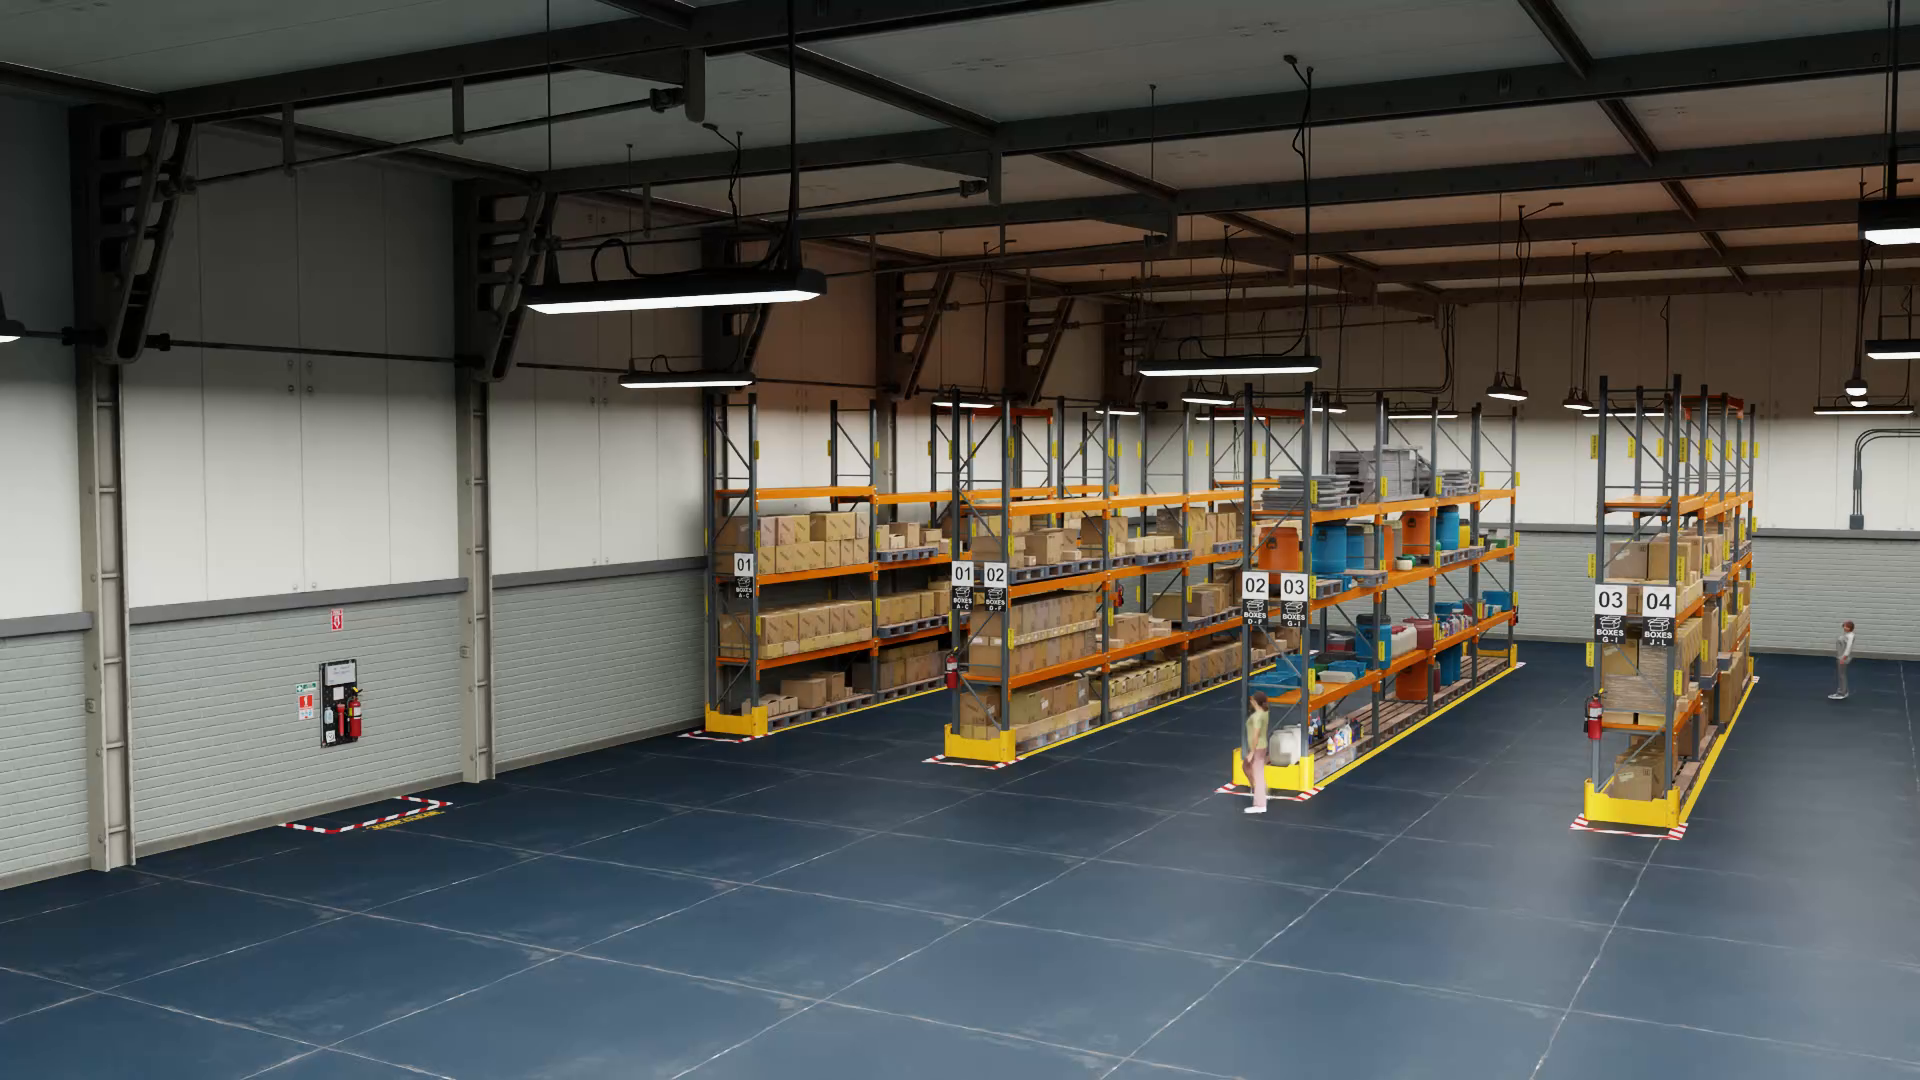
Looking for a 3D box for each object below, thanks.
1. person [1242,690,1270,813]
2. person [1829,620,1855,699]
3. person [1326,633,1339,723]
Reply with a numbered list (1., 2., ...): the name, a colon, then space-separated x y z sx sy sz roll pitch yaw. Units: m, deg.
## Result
1. person: 4.097 2.909 23.048 0.374 1.670 0.576 1 3 9
2. person: 17.676 2.423 33.332 0.439 1.587 0.497 2 3 26
3. person: 6.755 2.512 30.411 0.561 1.652 0.871 -1 3 -21
